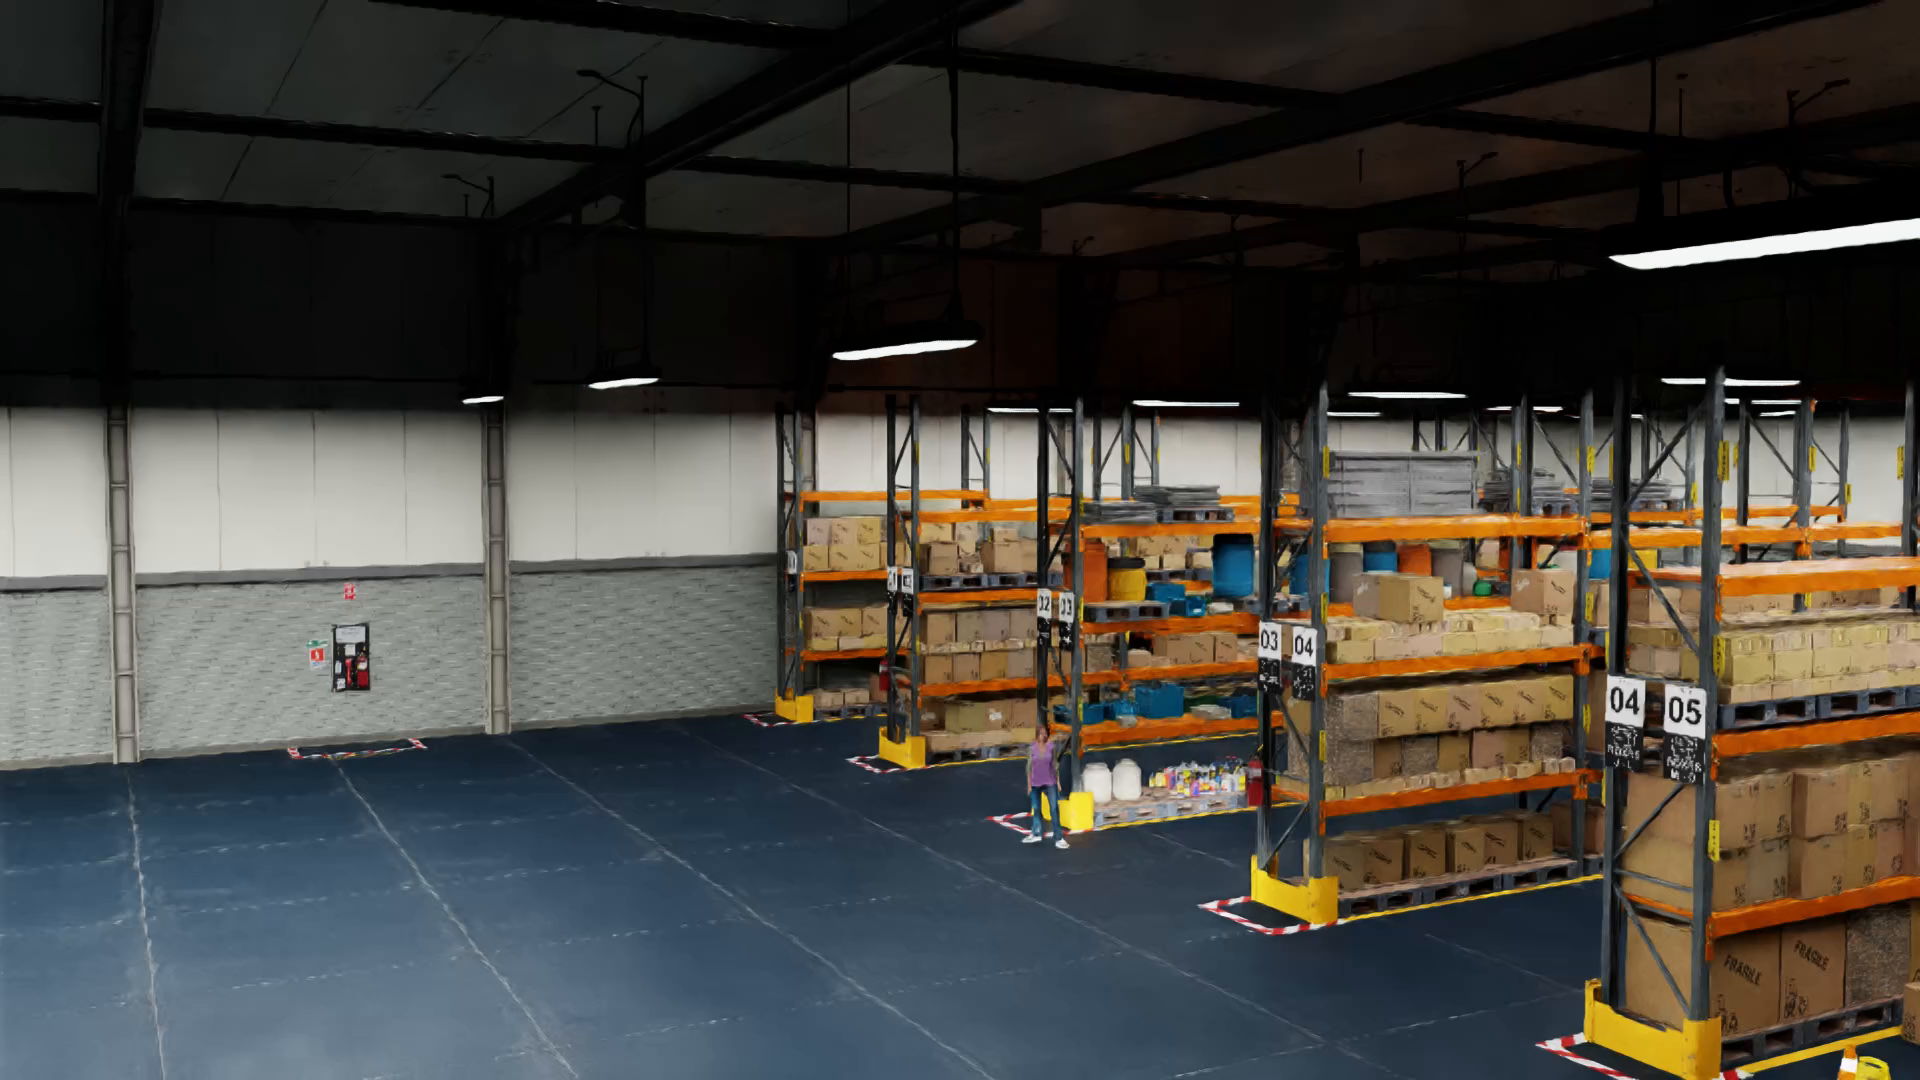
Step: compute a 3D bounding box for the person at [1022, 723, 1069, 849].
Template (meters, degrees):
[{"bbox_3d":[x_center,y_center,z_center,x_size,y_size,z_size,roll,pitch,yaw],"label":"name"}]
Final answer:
[{"bbox_3d":[1.106,3.147,21.405,0.638,1.588,0.529,0,3,8],"label":"person"}]
